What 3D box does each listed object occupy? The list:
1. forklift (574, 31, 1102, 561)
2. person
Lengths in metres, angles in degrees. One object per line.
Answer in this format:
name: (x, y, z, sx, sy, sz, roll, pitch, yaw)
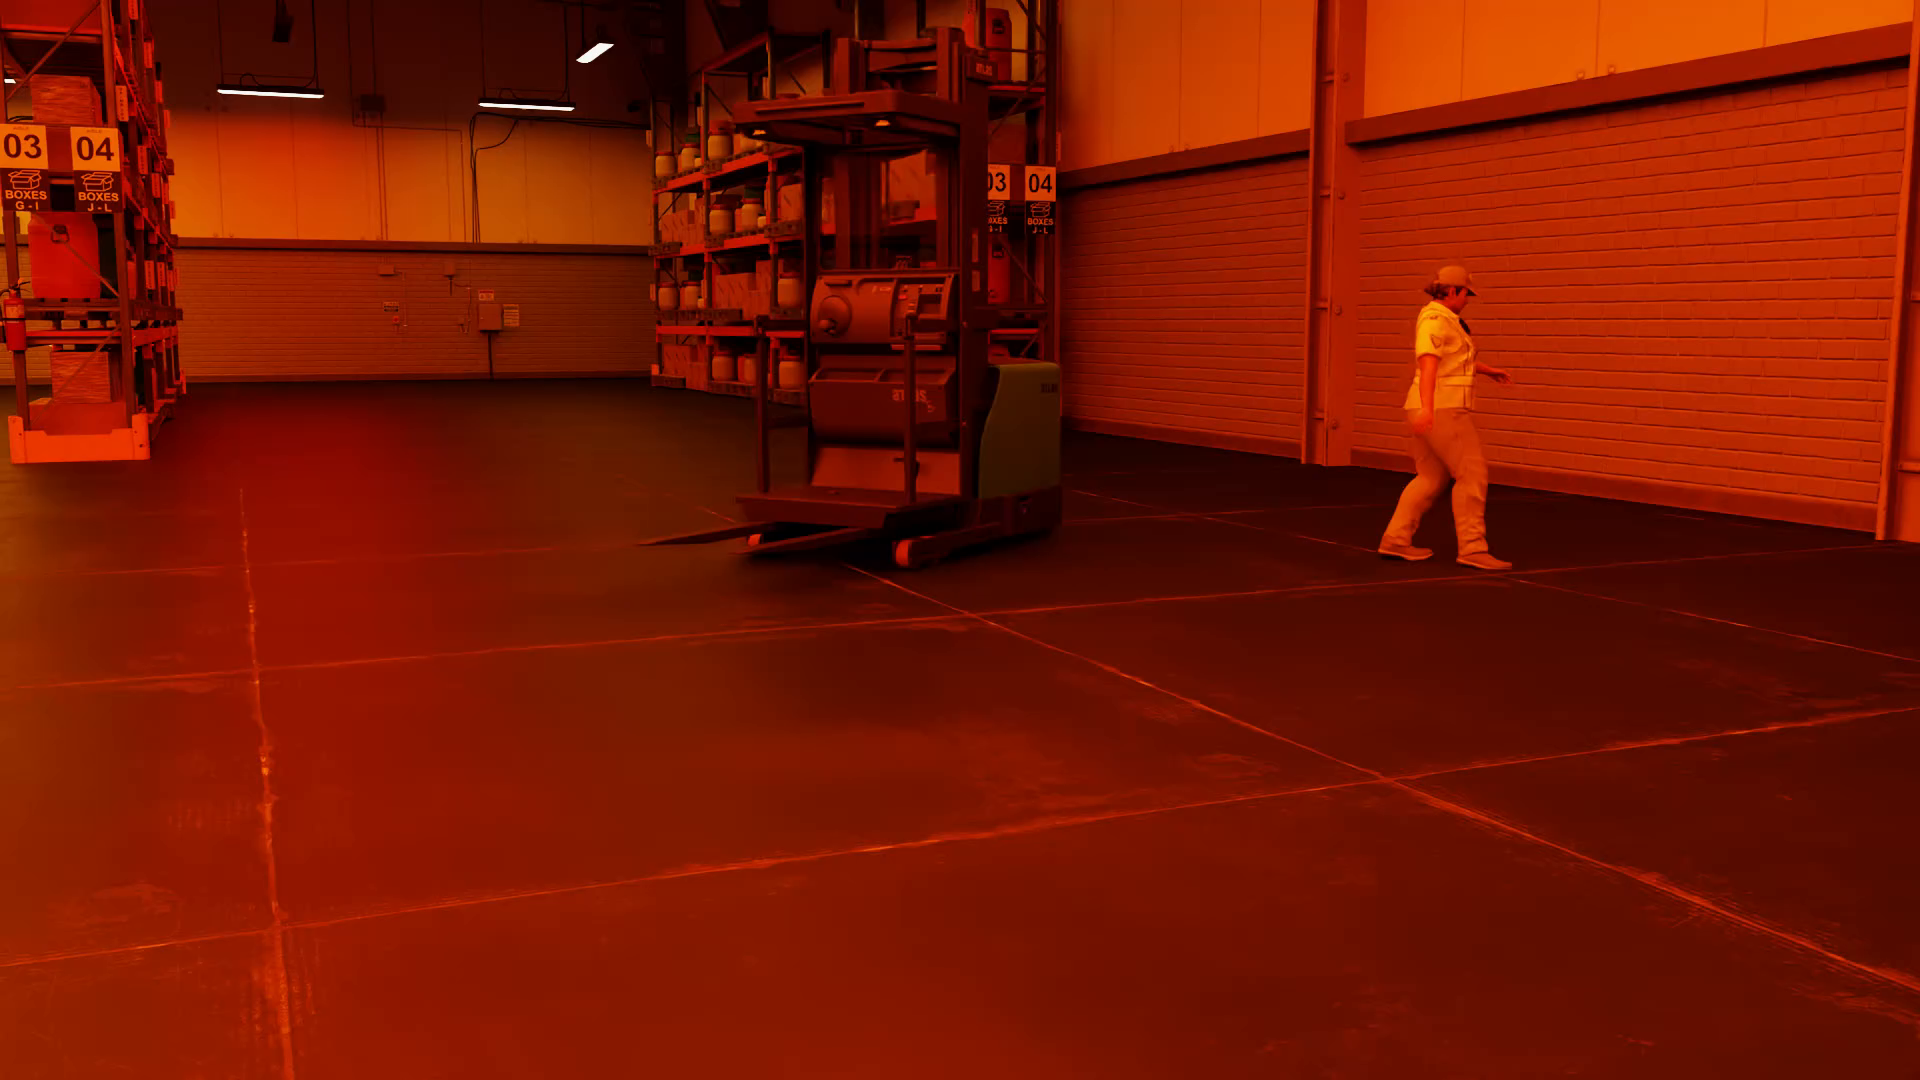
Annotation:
forklift: (-0.694, -1.416, 9.681, 3.031, 2.935, 1.130, -4, 8, -26)
person: (3.013, -0.656, 8.961, 0.501, 1.700, 0.556, 3, 8, 22)
